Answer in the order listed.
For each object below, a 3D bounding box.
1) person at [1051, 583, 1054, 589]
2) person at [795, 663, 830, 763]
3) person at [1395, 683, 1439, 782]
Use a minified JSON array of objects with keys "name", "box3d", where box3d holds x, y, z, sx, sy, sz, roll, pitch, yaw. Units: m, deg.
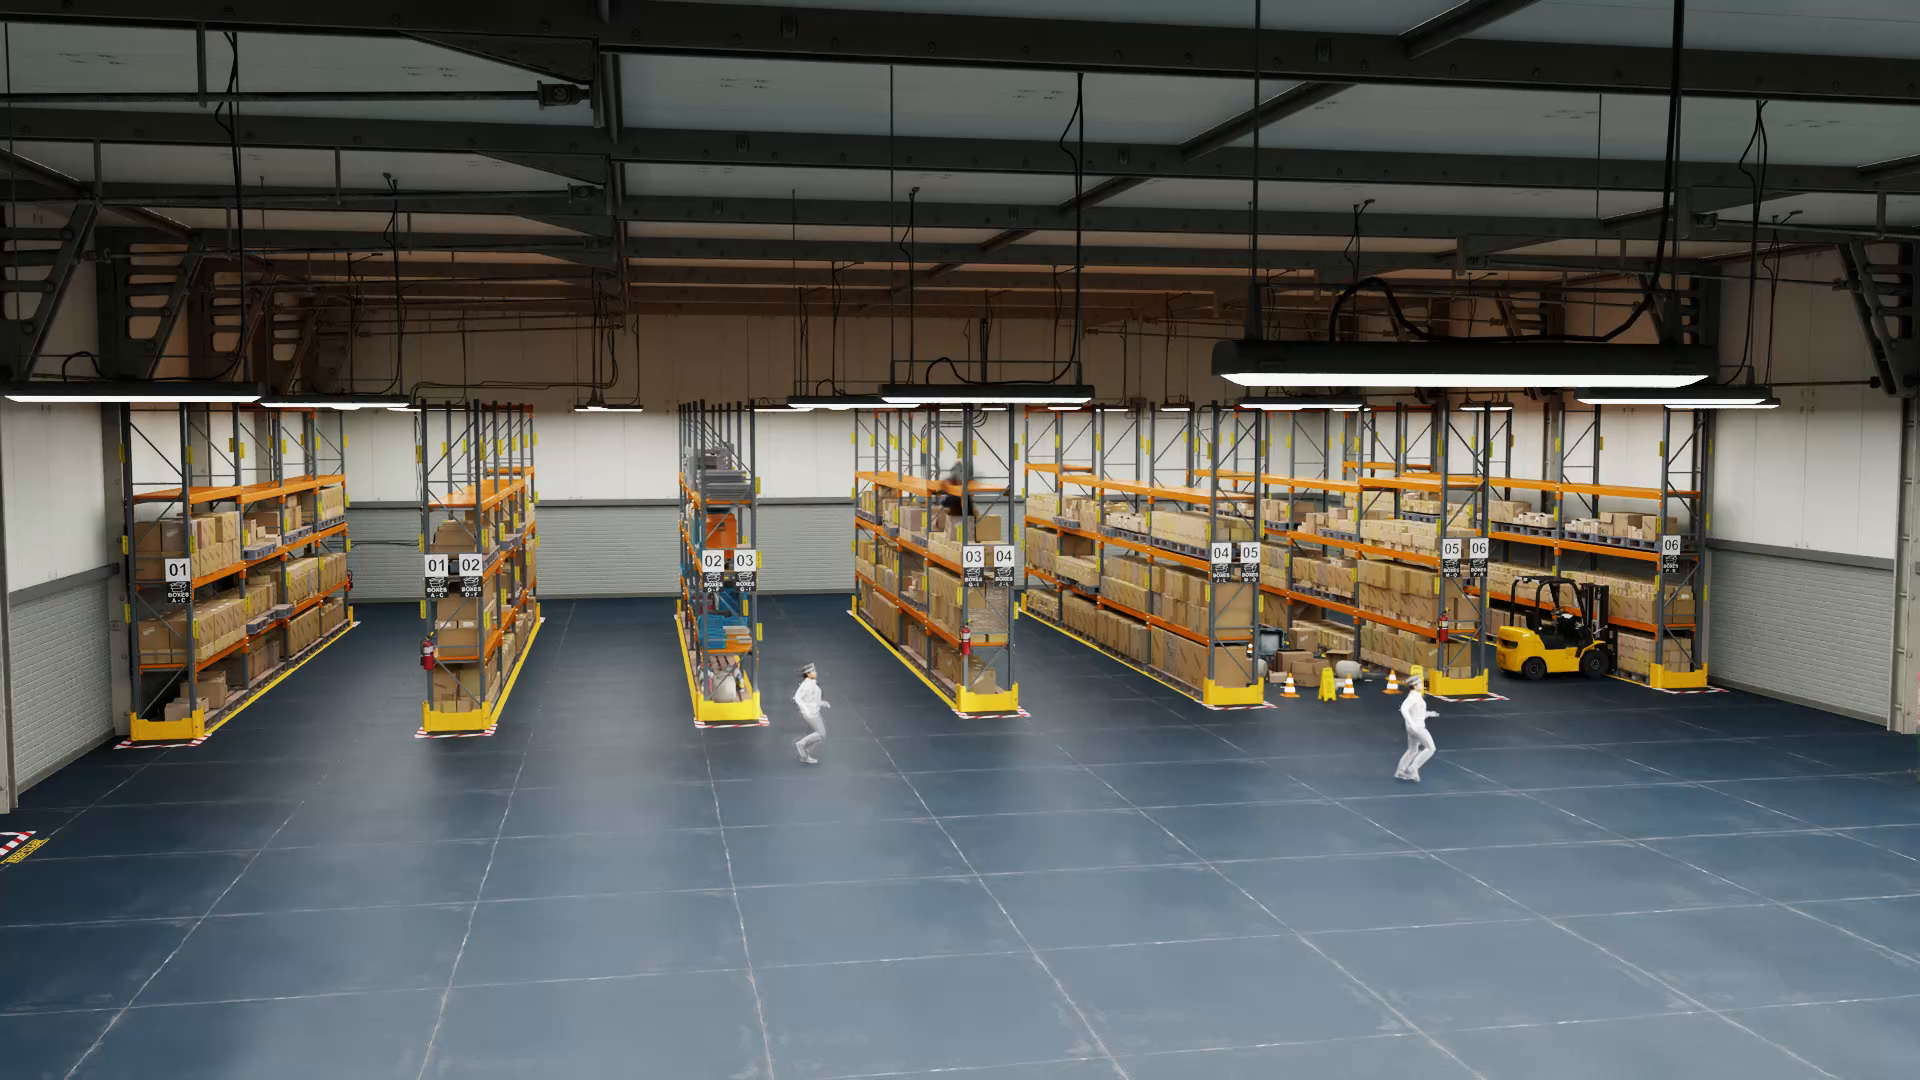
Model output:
[{"name":"person","box3d":[2.896,1.155,50.073,0.452,1.472,0.668,2,5,21]},{"name":"person","box3d":[-2.408,2.838,27.296,0.540,1.656,0.608,1,4,9]},{"name":"person","box3d":[7.116,2.947,25.855,0.656,1.630,0.479,1,4,9]}]
